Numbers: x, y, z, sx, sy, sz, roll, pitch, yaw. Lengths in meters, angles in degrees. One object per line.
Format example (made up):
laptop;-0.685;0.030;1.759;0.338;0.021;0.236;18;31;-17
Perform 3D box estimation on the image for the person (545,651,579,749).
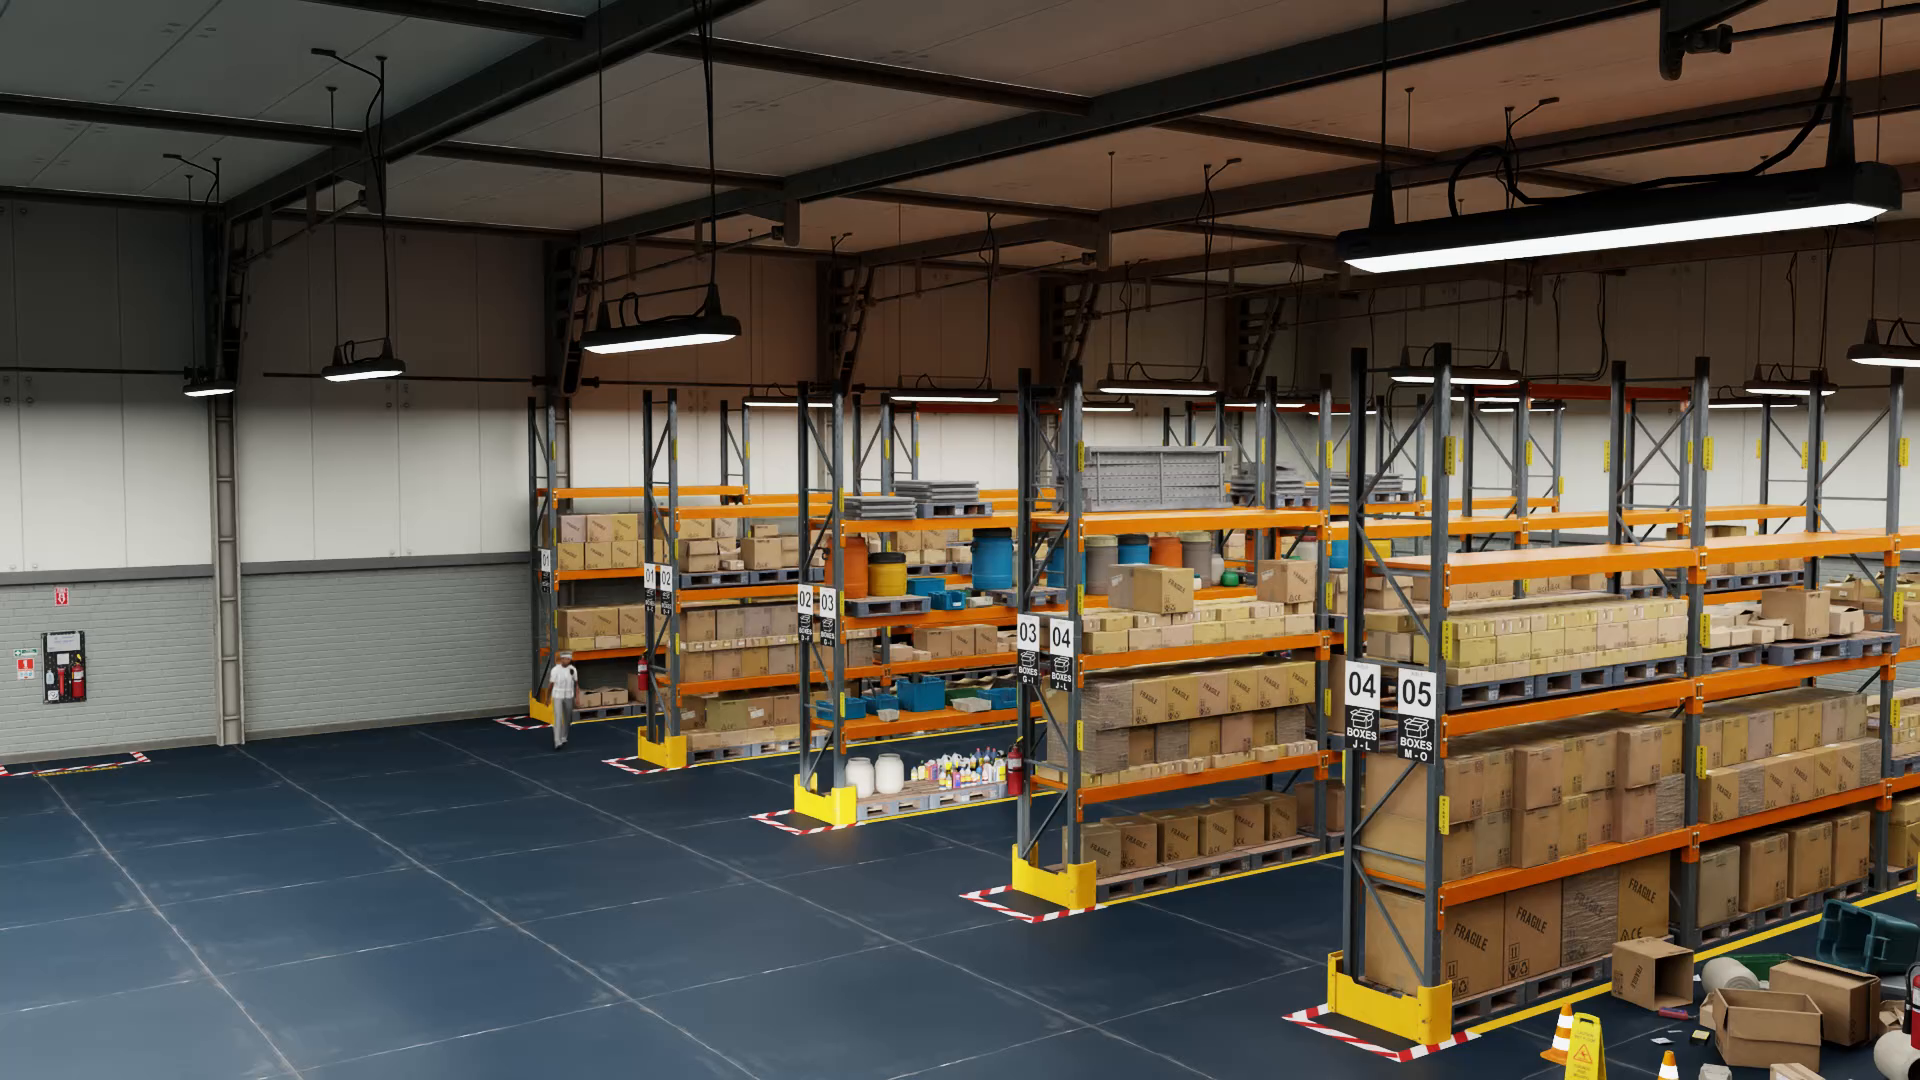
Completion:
person;-6.739;2.689;28.229;0.516;1.638;0.852;-2;4;-32
